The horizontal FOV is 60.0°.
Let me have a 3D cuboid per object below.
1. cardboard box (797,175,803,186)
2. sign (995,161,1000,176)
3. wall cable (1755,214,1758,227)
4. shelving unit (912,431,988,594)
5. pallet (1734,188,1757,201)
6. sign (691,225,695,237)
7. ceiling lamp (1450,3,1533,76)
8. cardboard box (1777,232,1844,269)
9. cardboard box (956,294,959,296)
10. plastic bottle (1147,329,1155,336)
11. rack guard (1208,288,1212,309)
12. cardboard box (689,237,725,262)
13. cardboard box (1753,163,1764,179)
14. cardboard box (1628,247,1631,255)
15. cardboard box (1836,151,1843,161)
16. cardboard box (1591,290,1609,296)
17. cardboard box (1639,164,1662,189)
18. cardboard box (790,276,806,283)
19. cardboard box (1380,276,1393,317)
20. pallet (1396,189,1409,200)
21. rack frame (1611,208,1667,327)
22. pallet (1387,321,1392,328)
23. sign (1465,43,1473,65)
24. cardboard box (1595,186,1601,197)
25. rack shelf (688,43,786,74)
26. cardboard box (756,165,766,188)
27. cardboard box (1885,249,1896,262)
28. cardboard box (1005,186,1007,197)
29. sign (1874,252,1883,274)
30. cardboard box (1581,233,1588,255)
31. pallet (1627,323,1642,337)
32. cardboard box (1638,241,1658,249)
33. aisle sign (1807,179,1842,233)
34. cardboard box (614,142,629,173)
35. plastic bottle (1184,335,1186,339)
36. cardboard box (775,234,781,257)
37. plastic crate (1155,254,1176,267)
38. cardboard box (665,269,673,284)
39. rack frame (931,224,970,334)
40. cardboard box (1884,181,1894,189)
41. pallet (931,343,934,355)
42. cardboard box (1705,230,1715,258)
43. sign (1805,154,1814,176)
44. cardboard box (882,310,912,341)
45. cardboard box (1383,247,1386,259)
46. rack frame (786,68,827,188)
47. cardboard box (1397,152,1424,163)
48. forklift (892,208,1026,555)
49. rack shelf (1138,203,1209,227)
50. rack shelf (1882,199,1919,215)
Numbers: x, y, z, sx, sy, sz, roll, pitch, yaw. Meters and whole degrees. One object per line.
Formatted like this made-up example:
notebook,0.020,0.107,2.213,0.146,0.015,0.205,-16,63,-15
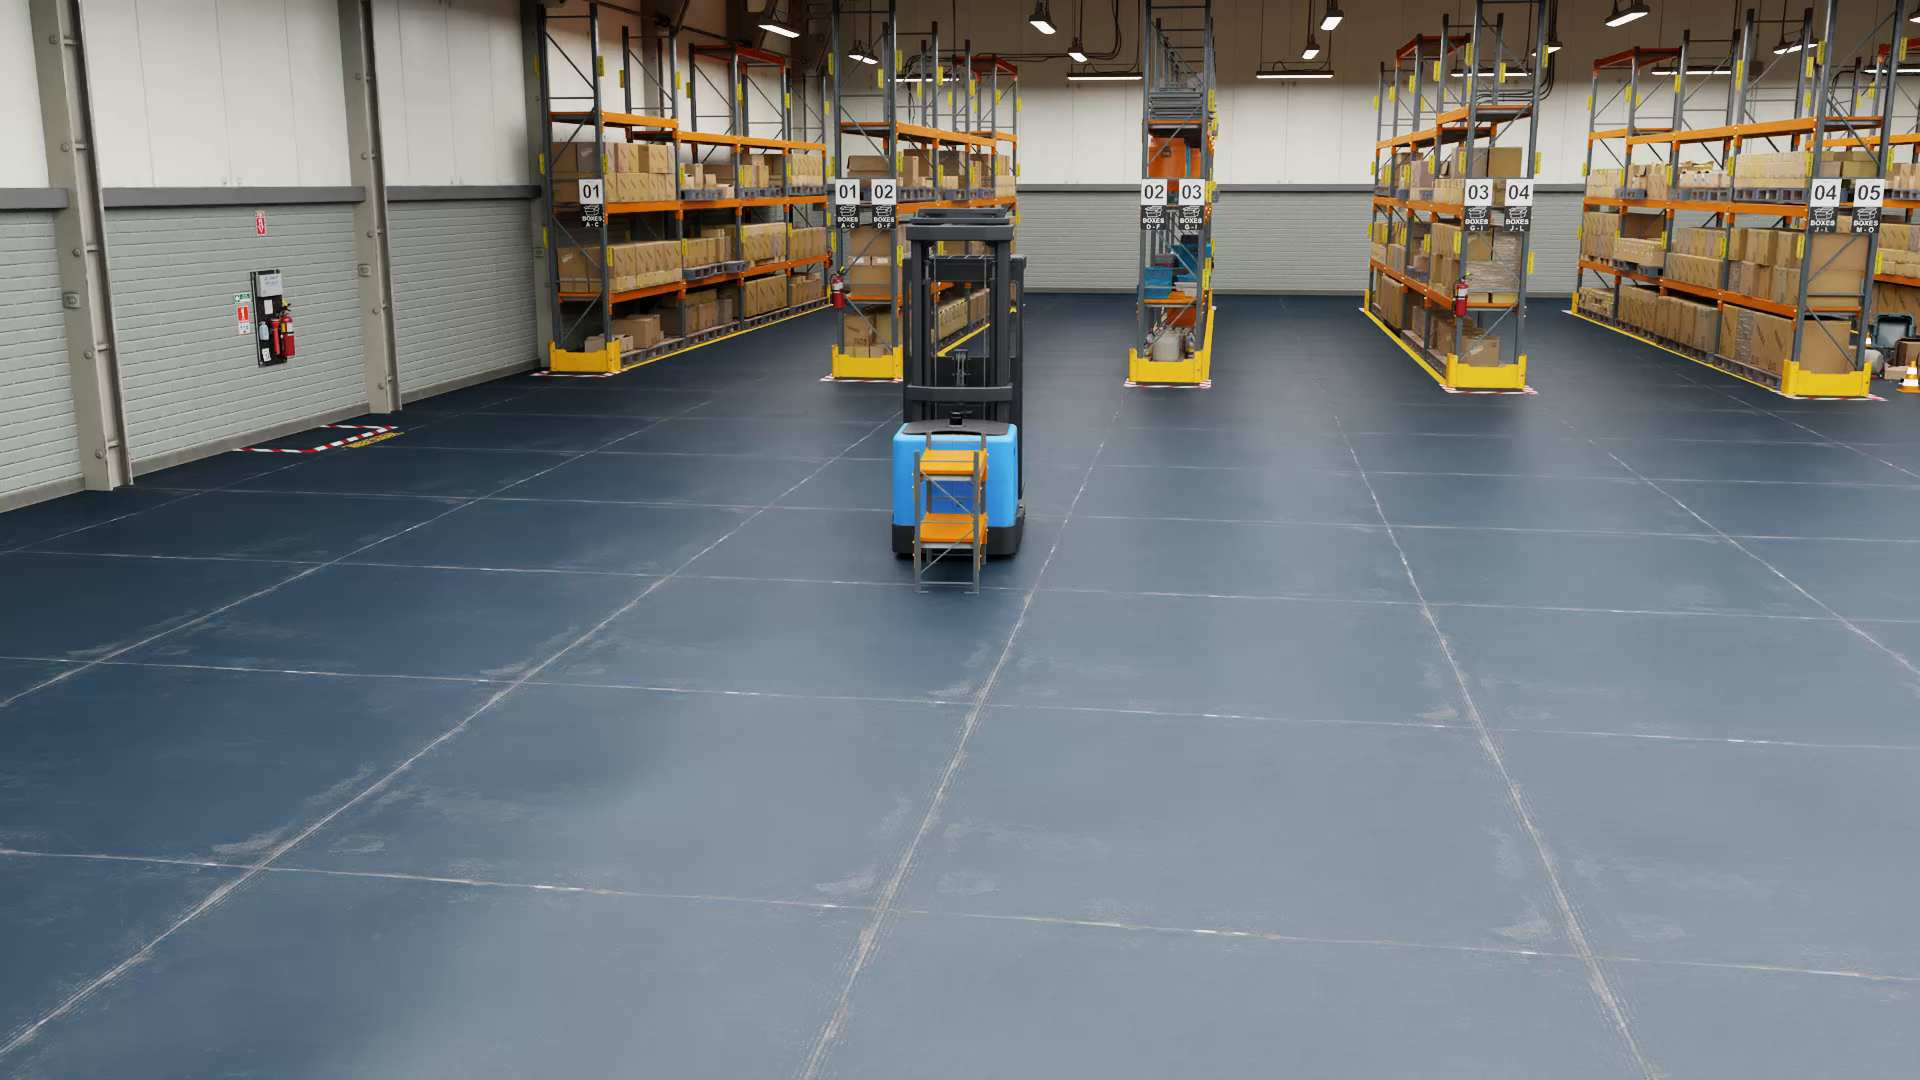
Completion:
cardboard box,-4.116,-8.740,40.428,0.500,0.250,0.500,2,12,7
sign,0.869,-8.586,38.432,0.100,0.325,0.005,2,12,9
wall cable,21.359,-8.568,45.144,0.585,1.953,0.123,2,12,9
shelving unit,-0.067,-0.241,13.443,0.538,1.125,1.048,1,12,4
pallet,13.627,-5.776,27.765,1.003,0.211,1.213,2,12,9
sign,-5.740,-6.602,35.760,0.100,0.325,0.005,2,12,9
ceiling lamp,13.641,-13.465,42.259,2.000,3.185,0.800,2,12,9
cardboard box,13.236,-4.485,25.765,0.875,0.550,0.550,2,12,9
cardboard box,-0.303,-5.162,36.716,0.500,0.500,0.500,1,12,7
plastic bottle,3.449,-3.631,29.964,0.144,0.351,0.185,2,12,10
rack guard,5.820,-6.147,42.328,1.175,0.500,0.348,2,12,9
cardboard box,-5.312,-6.067,34.745,0.700,0.500,0.500,1,12,3
cardboard box,13.258,-6.013,27.069,0.500,0.250,0.500,2,12,8
cardboard box,14.281,-6.076,34.959,0.380,0.149,0.250,2,12,8
cardboard box,13.592,-5.842,25.332,0.380,0.149,0.250,2,12,8
cardboard box,15.095,-5.804,39.163,0.380,0.149,0.250,2,12,11
cardboard box,14.626,-7.593,34.744,0.797,0.503,0.637,2,12,8
cardboard box,-4.046,-6.478,41.330,0.380,0.149,0.250,2,12,7
cardboard box,10.029,-5.403,36.989,1.225,0.875,0.875,2,12,9
pallet,9.539,-7.047,33.901,1.213,0.211,1.003,2,12,11
rack frame,14.993,-6.188,36.588,1.000,3.000,0.127,2,12,9
pallet,10.064,-4.844,36.968,1.003,0.211,1.213,2,12,9
sign,7.717,-7.361,25.196,0.100,0.325,0.005,2,12,9
cardboard box,15.135,-8.112,38.748,0.500,0.250,0.500,1,12,7
rack shelf,-4.883,-10.641,36.827,1.077,0.370,4.000,2,12,9
cardboard box,-4.841,-8.284,37.911,0.700,0.500,0.500,2,12,8
cardboard box,19.321,-5.819,34.041,0.500,0.250,0.500,2,12,7
cardboard box,0.872,-8.490,40.505,0.500,0.250,0.500,2,12,9
sign,13.695,-4.133,24.808,0.100,0.325,0.005,2,12,9
cardboard box,15.266,-7.131,40.017,0.500,0.500,0.500,2,12,11
pallet,14.690,-4.408,34.947,1.003,0.211,1.213,2,12,9
cardboard box,14.162,-6.058,34.172,0.380,0.149,0.250,2,12,9
aisle sign,12.840,-4.956,24.699,0.394,0.787,0.004,2,12,9
cardboard box,-5.995,-6.542,28.453,0.500,0.500,0.500,2,12,8
plastic bottle,3.985,-3.500,29.516,0.061,0.283,0.133,2,12,9
cardboard box,-4.466,-6.845,38.643,0.500,0.500,0.500,2,12,9
plastic crate,4.048,-5.403,32.790,0.402,0.464,0.583,2,12,9
cardboard box,-5.664,-4.911,30.968,0.500,0.250,0.500,2,12,9
rack frame,-0.295,-5.859,35.060,1.000,3.000,0.127,2,12,9
cardboard box,19.359,-7.354,34.436,0.380,0.166,0.250,1,12,5
pallet,-1.074,-3.499,30.728,1.003,0.211,1.213,2,12,9
cardboard box,13.989,-5.376,30.210,0.700,0.500,0.500,2,12,9
sign,12.614,-5.571,24.691,0.100,0.325,0.005,2,12,9
cardboard box,-1.084,-3.735,28.952,0.500,0.500,0.500,2,12,9
cardboard box,9.916,-6.542,37.881,0.500,0.250,0.500,2,12,8
rack frame,-3.960,-10.617,42.897,1.000,3.000,0.127,2,12,9
cardboard box,10.259,-8.701,37.878,0.500,0.250,0.500,1,12,5
forklift,0.045,-1.564,15.291,1.130,2.935,3.031,1,12,4
rack shelf,3.676,-5.563,28.276,1.077,0.370,4.000,2,12,9
rack shelf,19.592,-6.747,33.769,1.077,0.370,4.000,2,12,9
